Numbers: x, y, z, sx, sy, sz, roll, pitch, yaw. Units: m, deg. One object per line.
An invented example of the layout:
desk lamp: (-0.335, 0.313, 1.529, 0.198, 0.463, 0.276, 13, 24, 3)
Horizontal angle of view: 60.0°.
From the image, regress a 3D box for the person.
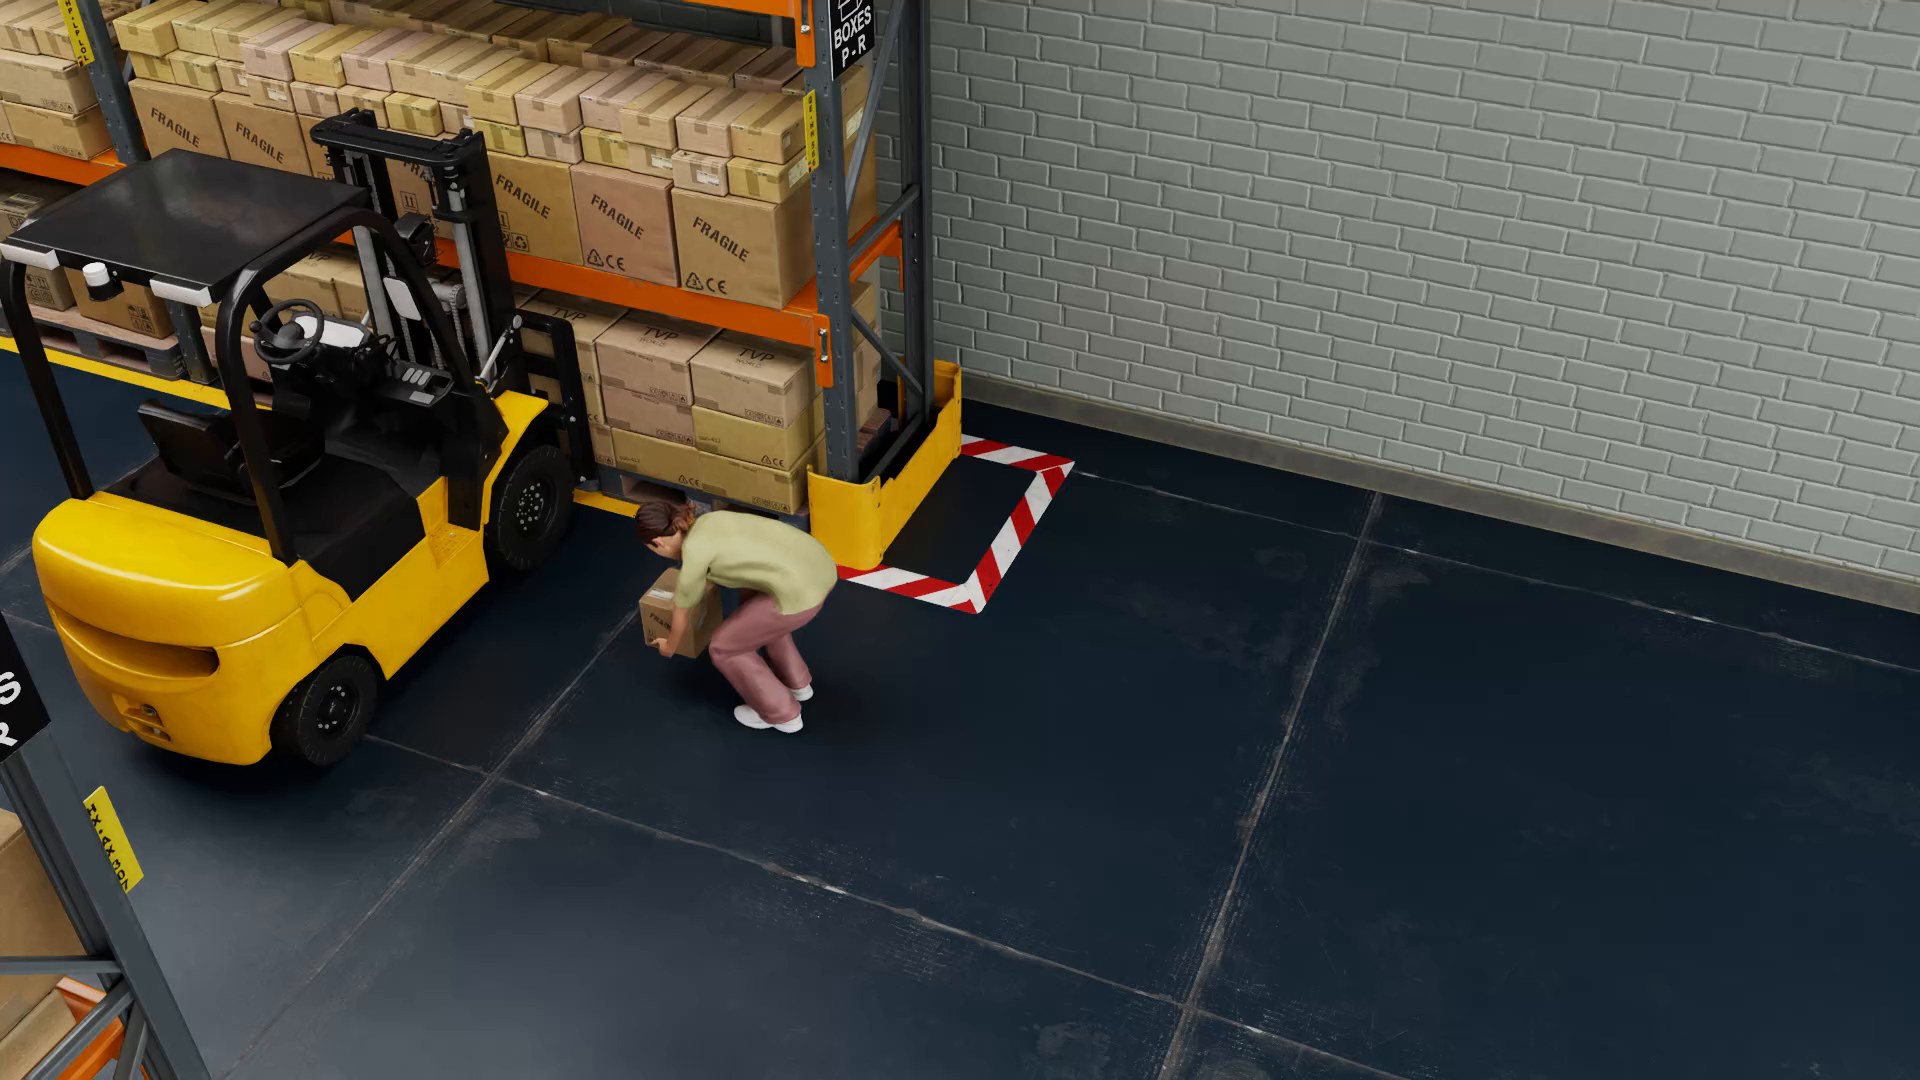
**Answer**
person: (-0.935, 0.295, 6.989, 0.867, 1.002, 0.464, 12, 39, 15)
